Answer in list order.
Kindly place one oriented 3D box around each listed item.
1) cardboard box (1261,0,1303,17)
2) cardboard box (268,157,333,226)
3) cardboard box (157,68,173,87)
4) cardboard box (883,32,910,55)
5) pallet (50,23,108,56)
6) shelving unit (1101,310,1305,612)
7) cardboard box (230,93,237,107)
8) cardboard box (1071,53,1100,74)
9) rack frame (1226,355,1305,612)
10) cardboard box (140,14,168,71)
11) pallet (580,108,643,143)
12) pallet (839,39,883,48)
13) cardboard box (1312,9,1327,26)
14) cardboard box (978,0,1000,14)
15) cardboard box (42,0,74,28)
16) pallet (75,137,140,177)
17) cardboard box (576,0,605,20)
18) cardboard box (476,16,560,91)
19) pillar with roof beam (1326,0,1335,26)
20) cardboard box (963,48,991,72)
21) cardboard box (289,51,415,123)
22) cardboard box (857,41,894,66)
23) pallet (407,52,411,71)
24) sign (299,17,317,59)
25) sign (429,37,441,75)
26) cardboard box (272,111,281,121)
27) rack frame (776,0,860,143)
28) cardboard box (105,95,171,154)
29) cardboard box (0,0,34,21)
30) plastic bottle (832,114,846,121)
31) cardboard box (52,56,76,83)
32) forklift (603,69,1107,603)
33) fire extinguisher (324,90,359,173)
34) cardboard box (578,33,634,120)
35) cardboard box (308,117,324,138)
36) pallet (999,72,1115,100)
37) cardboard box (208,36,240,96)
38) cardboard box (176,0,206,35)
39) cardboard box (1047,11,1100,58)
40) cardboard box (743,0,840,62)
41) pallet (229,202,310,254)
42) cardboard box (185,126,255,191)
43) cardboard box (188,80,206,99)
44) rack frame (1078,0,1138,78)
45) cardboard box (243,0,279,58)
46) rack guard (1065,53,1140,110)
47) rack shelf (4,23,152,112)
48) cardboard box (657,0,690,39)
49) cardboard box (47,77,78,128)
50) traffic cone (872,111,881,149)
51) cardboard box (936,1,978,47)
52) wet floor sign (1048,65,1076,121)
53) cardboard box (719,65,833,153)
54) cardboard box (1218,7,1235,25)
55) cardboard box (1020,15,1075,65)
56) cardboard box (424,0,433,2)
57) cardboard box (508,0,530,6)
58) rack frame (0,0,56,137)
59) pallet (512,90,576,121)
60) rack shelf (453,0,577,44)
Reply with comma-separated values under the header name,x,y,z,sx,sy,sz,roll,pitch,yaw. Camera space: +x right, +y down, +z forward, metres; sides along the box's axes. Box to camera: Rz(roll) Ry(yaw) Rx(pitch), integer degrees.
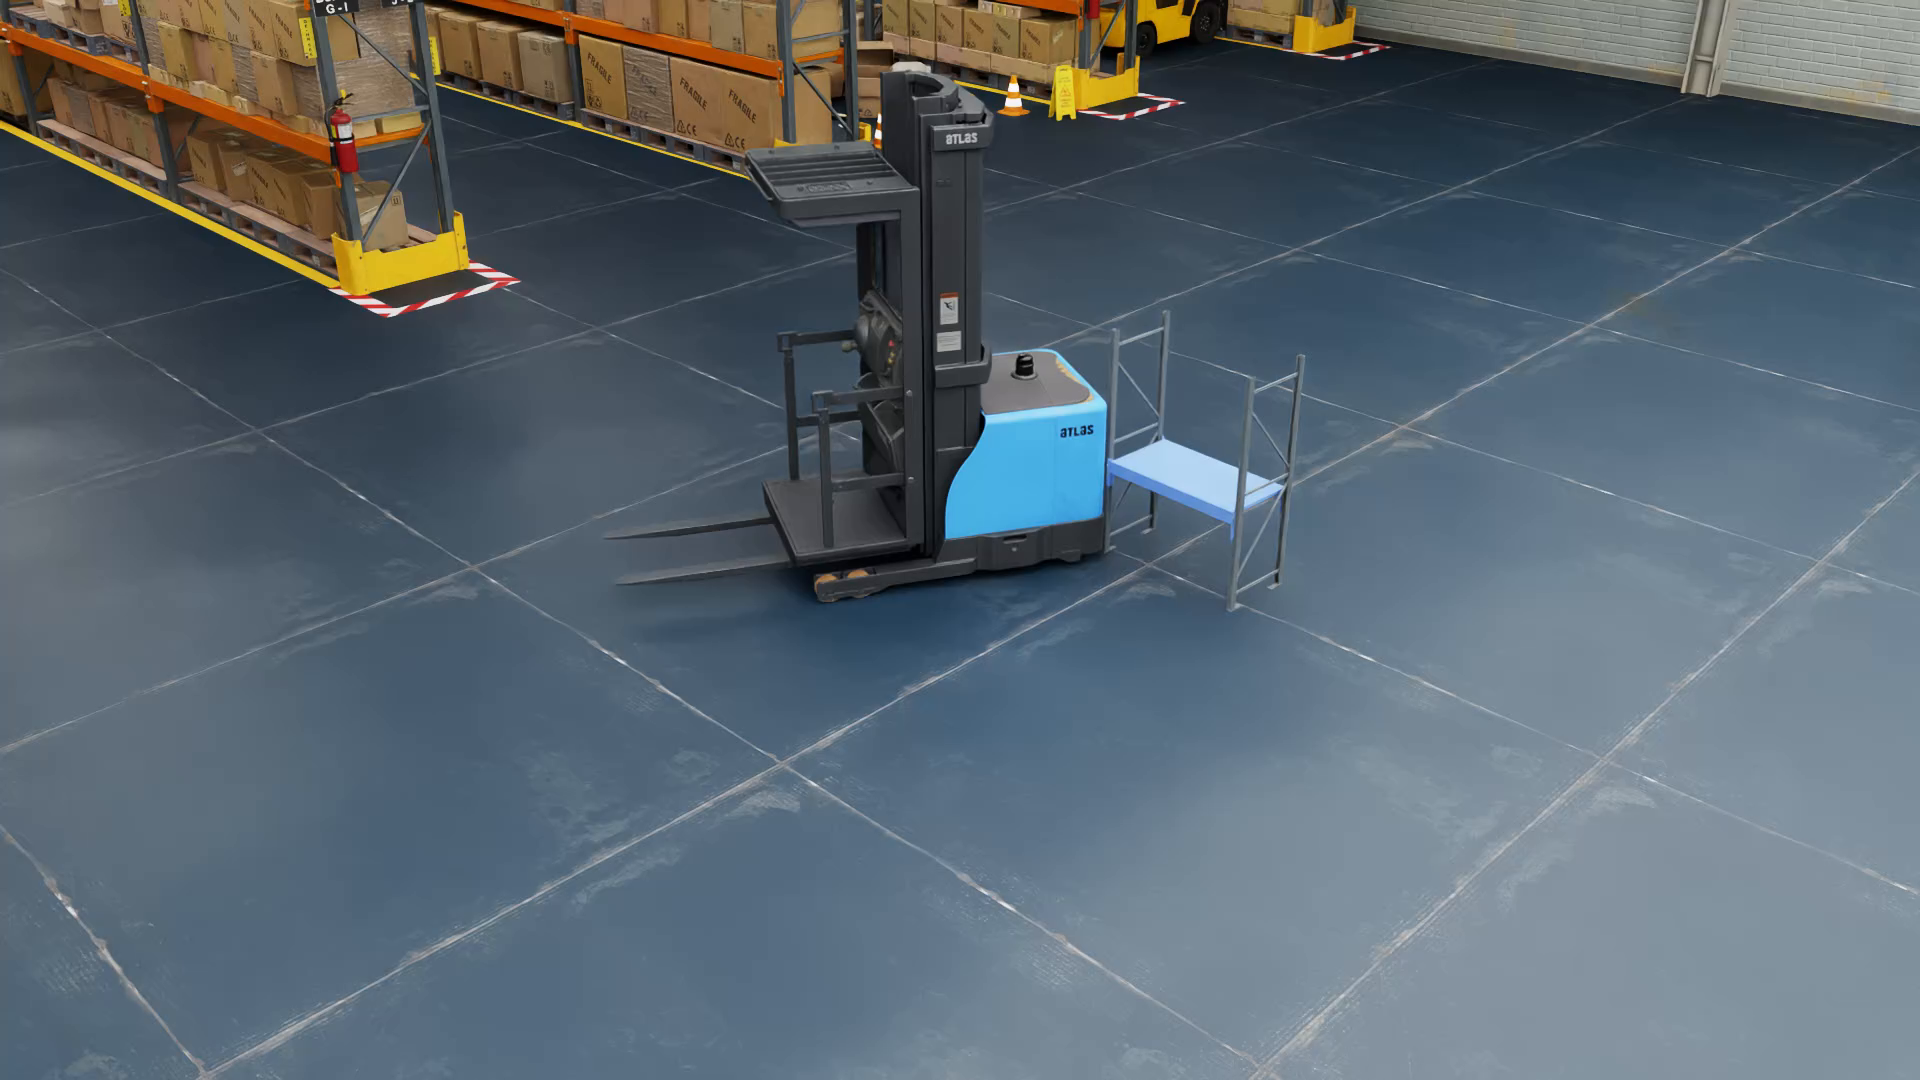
name,x,y,z,sx,sy,sz,roll,pitch,yaw
cardboard box,4.800,-7.912,24.534,0.500,0.250,0.500,24,36,38
cardboard box,-6.376,-3.413,16.246,0.500,0.500,0.500,-21,34,-35
cardboard box,-7.800,-4.668,16.668,0.250,0.149,0.380,25,36,38
cardboard box,-0.732,-7.011,23.356,0.500,0.250,0.500,23,35,36
pallet,-9.323,-5.623,18.420,1.213,0.211,1.003,25,36,38
shelving unit,1.440,-0.490,10.064,0.538,1.500,1.048,-23,36,-37
cardboard box,-6.680,-4.203,15.783,0.250,0.149,0.380,25,36,38
cardboard box,1.508,-6.343,22.086,0.500,0.250,0.500,24,36,38
rack frame,1.786,-0.317,9.735,0.500,1.500,0.032,-23,36,-37
cardboard box,-7.634,-5.044,16.685,0.500,0.500,0.875,25,36,38
pallet,-3.874,-5.140,20.292,1.213,0.211,1.003,25,36,38
pallet,-1.520,-7.343,24.482,1.213,0.211,1.003,25,36,38
cardboard box,5.153,-7.861,24.974,0.500,0.250,0.500,25,37,39
cardboard box,0.462,-7.049,21.926,0.380,0.149,0.250,-23,36,-37
cardboard box,-9.730,-5.837,18.330,0.500,0.250,0.500,23,36,37
pallet,-9.342,-4.453,18.985,1.213,0.211,1.003,25,36,38
cardboard box,-4.090,-6.598,19.908,0.550,0.550,0.875,25,36,38
cardboard box,-5.553,-6.327,21.519,0.750,0.750,1.050,25,36,38
pillar with roof beam,2.483,-10.420,20.891,0.400,9.000,9.100,25,36,38
cardboard box,0.383,-6.503,22.390,0.500,0.250,0.500,23,35,37
cardboard box,-5.432,-4.094,14.880,0.500,0.500,0.875,25,36,38
cardboard box,-1.153,-6.417,22.408,0.500,0.500,0.500,-3,28,-5
pallet,-7.770,-6.975,23.781,1.213,0.211,1.003,25,36,38
sign,-5.462,-4.205,13.933,0.005,0.325,0.100,25,36,38
sign,-4.679,-4.293,14.755,0.005,0.325,0.100,25,36,38
cardboard box,-6.116,-3.972,15.343,0.250,0.149,0.380,25,36,38
rack frame,-1.509,-5.343,17.682,0.127,3.000,1.000,25,36,38
cardboard box,-9.060,-4.675,18.625,0.500,0.500,0.700,21,34,34
cardboard box,-11.289,-6.463,19.705,0.500,0.500,0.500,-24,36,-38
plastic bottle,-1.512,-5.259,20.679,0.283,0.061,0.133,12,30,22
cardboard box,-10.265,-5.552,19.486,0.500,0.250,0.500,-24,36,-37
forklift,-0.671,-1.193,9.863,3.031,2.935,1.130,-8,29,-15
fire extinguisher,-5.300,-3.505,14.270,0.183,0.674,0.296,25,36,38
cardboard box,-3.962,-5.665,20.126,0.875,0.875,0.875,-25,36,-38
cardboard box,-5.585,-3.725,14.875,0.250,0.149,0.380,25,36,38
pallet,1.280,-6.086,22.091,1.213,0.211,1.003,25,36,38
cardboard box,-6.547,-4.562,15.770,0.500,0.500,0.875,25,36,38
cardboard box,-7.055,-5.096,15.711,0.500,0.500,0.500,25,36,38
cardboard box,1.490,-6.682,21.926,0.500,0.500,0.500,23,36,37
cardboard box,-1.806,-5.515,17.849,0.550,0.550,0.875,25,36,38
pallet,-6.533,-3.195,16.594,1.213,0.211,1.003,25,36,38
cardboard box,-7.654,-3.971,17.307,0.500,0.500,0.500,23,36,37
cardboard box,-7.268,-4.422,16.200,0.250,0.149,0.380,25,36,38
rack frame,1.889,-7.019,20.869,0.127,3.000,1.000,25,36,38
cardboard box,-5.985,-4.607,14.781,0.500,0.500,0.500,25,36,38
rack guard,1.835,-5.937,21.498,0.348,0.500,1.175,25,36,38
rack shelf,-9.337,-5.369,18.505,4.000,0.370,1.077,25,36,38
cardboard box,-2.932,-6.071,18.906,0.500,0.550,0.875,25,36,38
cardboard box,-10.272,-5.217,19.655,0.500,0.500,0.700,22,35,36
traffic cone,-0.893,-4.865,19.498,0.334,0.463,0.336,25,36,38
cardboard box,0.027,-7.002,22.534,0.500,0.500,0.500,-23,35,-37
wet floor sign,1.274,-5.560,20.623,0.267,0.644,0.232,-13,30,-22
cardboard box,-2.039,-4.788,18.458,0.875,0.875,0.875,25,37,39
cardboard box,4.111,-8.016,25.269,0.500,0.250,0.500,-25,37,-39
cardboard box,1.135,-6.494,21.569,0.500,0.500,0.500,25,37,39
cardboard box,-7.536,-7.670,23.536,0.500,0.250,0.500,23,35,36
cardboard box,-5.281,-6.939,20.609,0.500,0.500,0.500,24,36,38
rack frame,-10.763,-6.340,19.578,0.127,3.000,1.000,25,36,38
pallet,-4.965,-5.641,21.244,1.213,0.211,1.003,25,36,38
rack shelf,-5.788,-6.982,21.572,4.000,0.370,1.077,25,36,38
